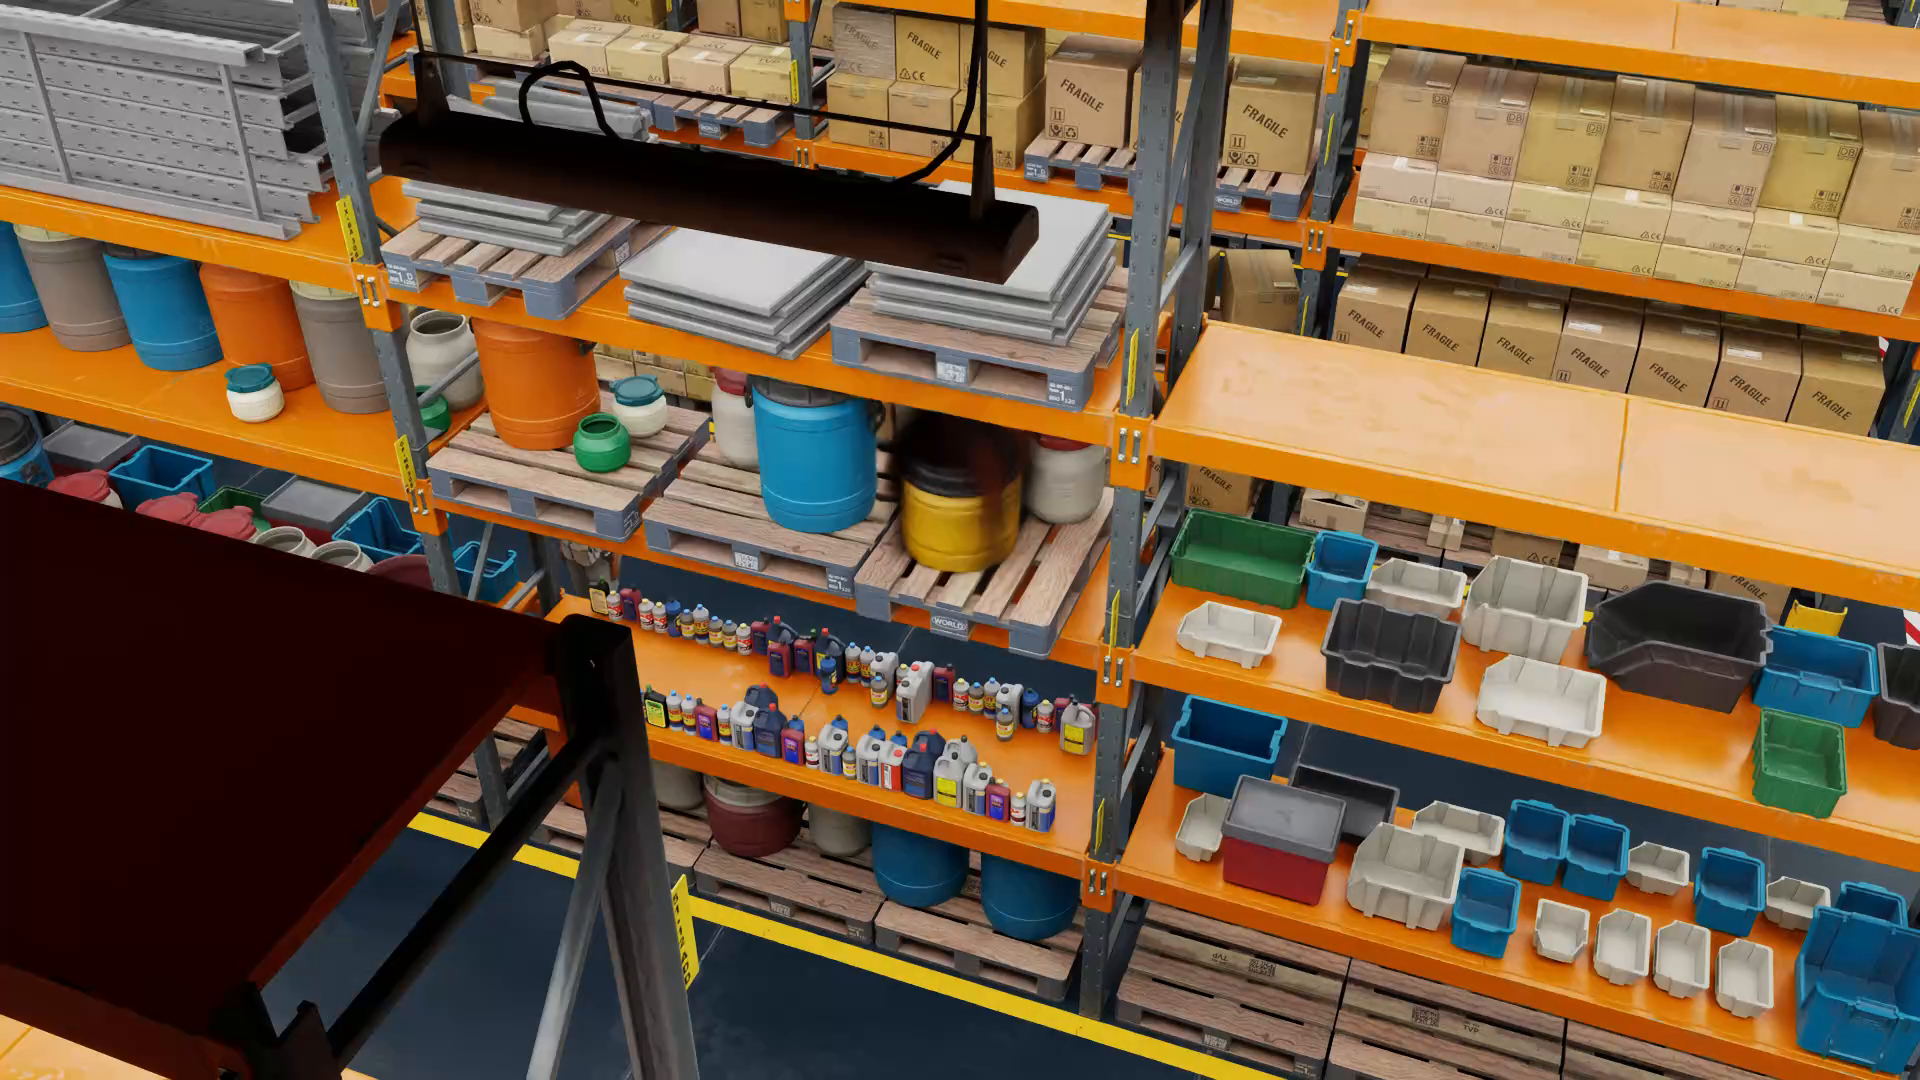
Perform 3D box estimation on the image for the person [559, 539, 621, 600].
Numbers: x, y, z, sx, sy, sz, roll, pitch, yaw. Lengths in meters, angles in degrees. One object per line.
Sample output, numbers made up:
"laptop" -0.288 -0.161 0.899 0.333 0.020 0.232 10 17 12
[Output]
"person" -2.643 0.124 11.904 0.545 1.746 0.393 23 42 28
